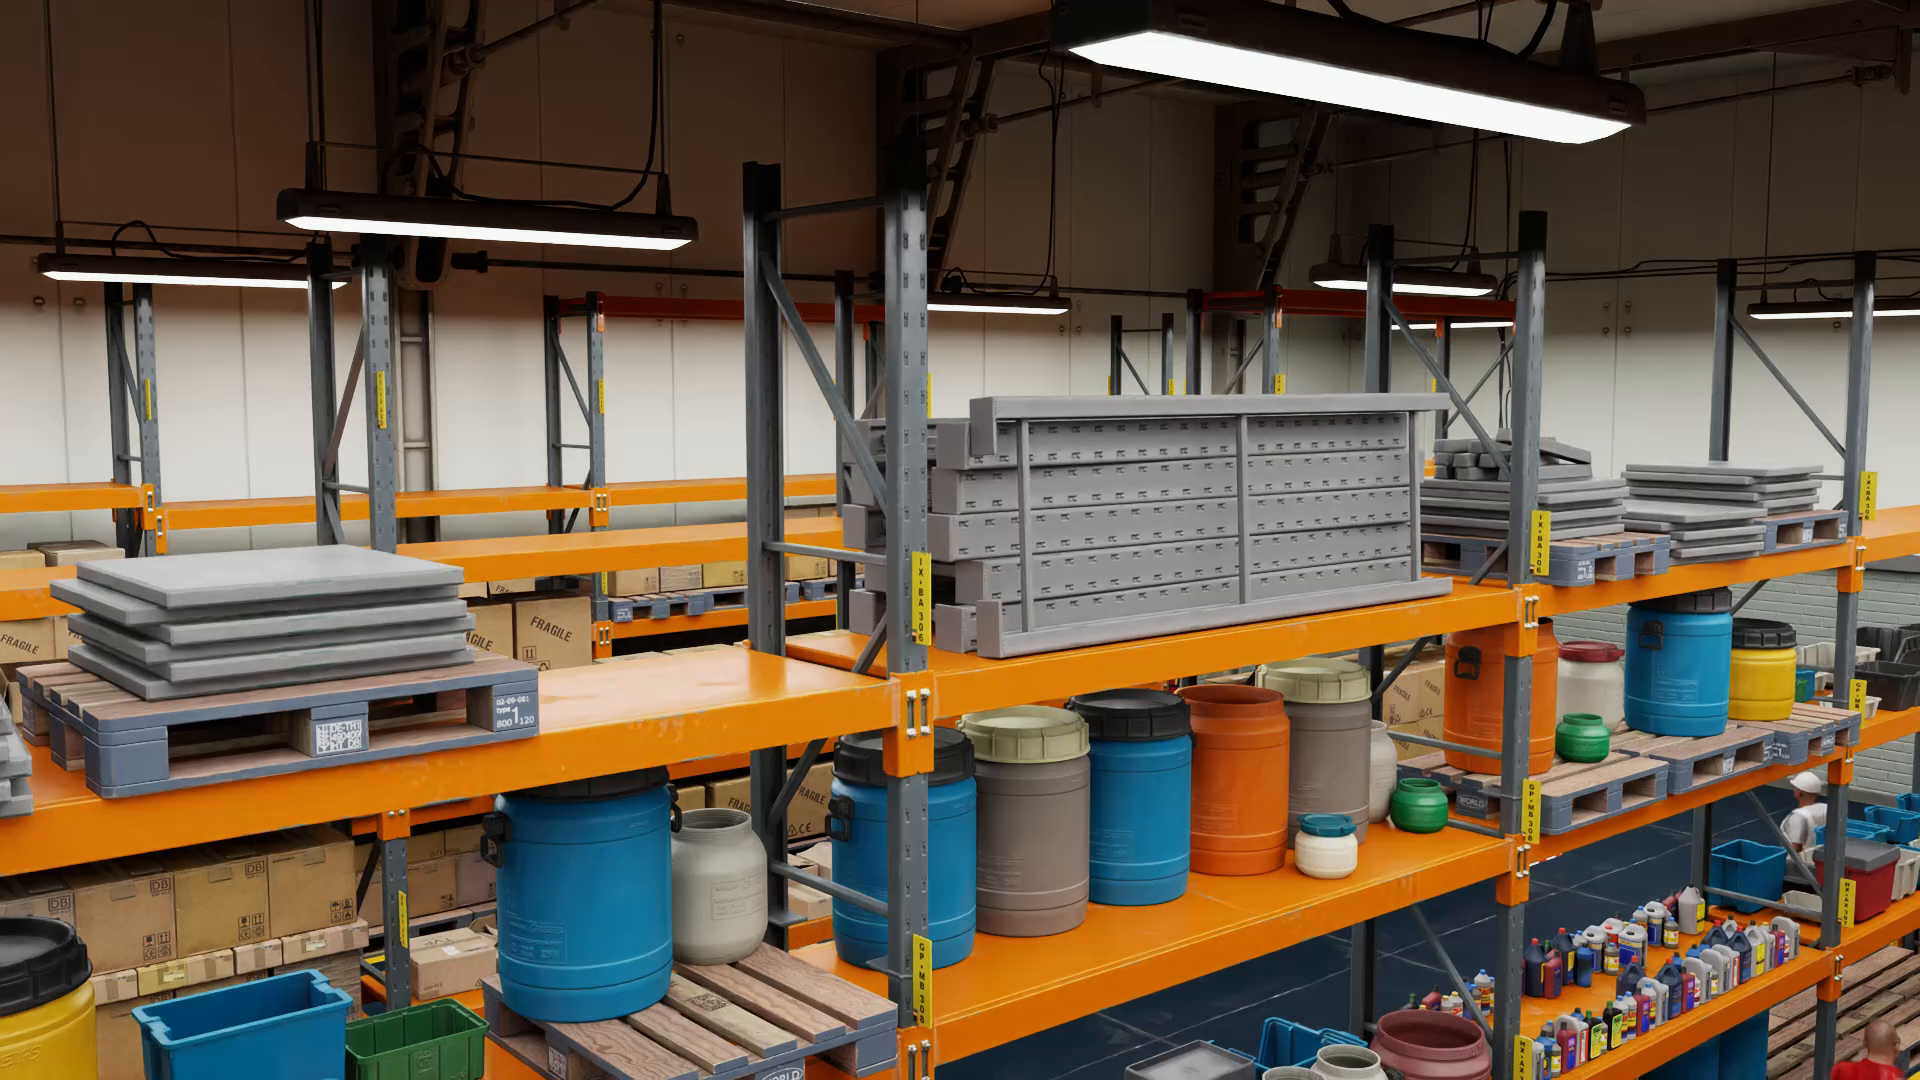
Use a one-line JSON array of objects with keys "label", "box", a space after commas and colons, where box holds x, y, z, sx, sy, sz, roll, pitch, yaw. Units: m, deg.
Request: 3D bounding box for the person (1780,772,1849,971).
[{"label": "person", "box": [7.392, 2.893, 14.614, 0.604, 1.736, 1.079, -1, 6, -13]}]

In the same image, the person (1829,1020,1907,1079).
[{"label": "person", "box": [4.921, 3.452, 8.963, 0.553, 1.724, 0.588, -3, 6, -28]}]
